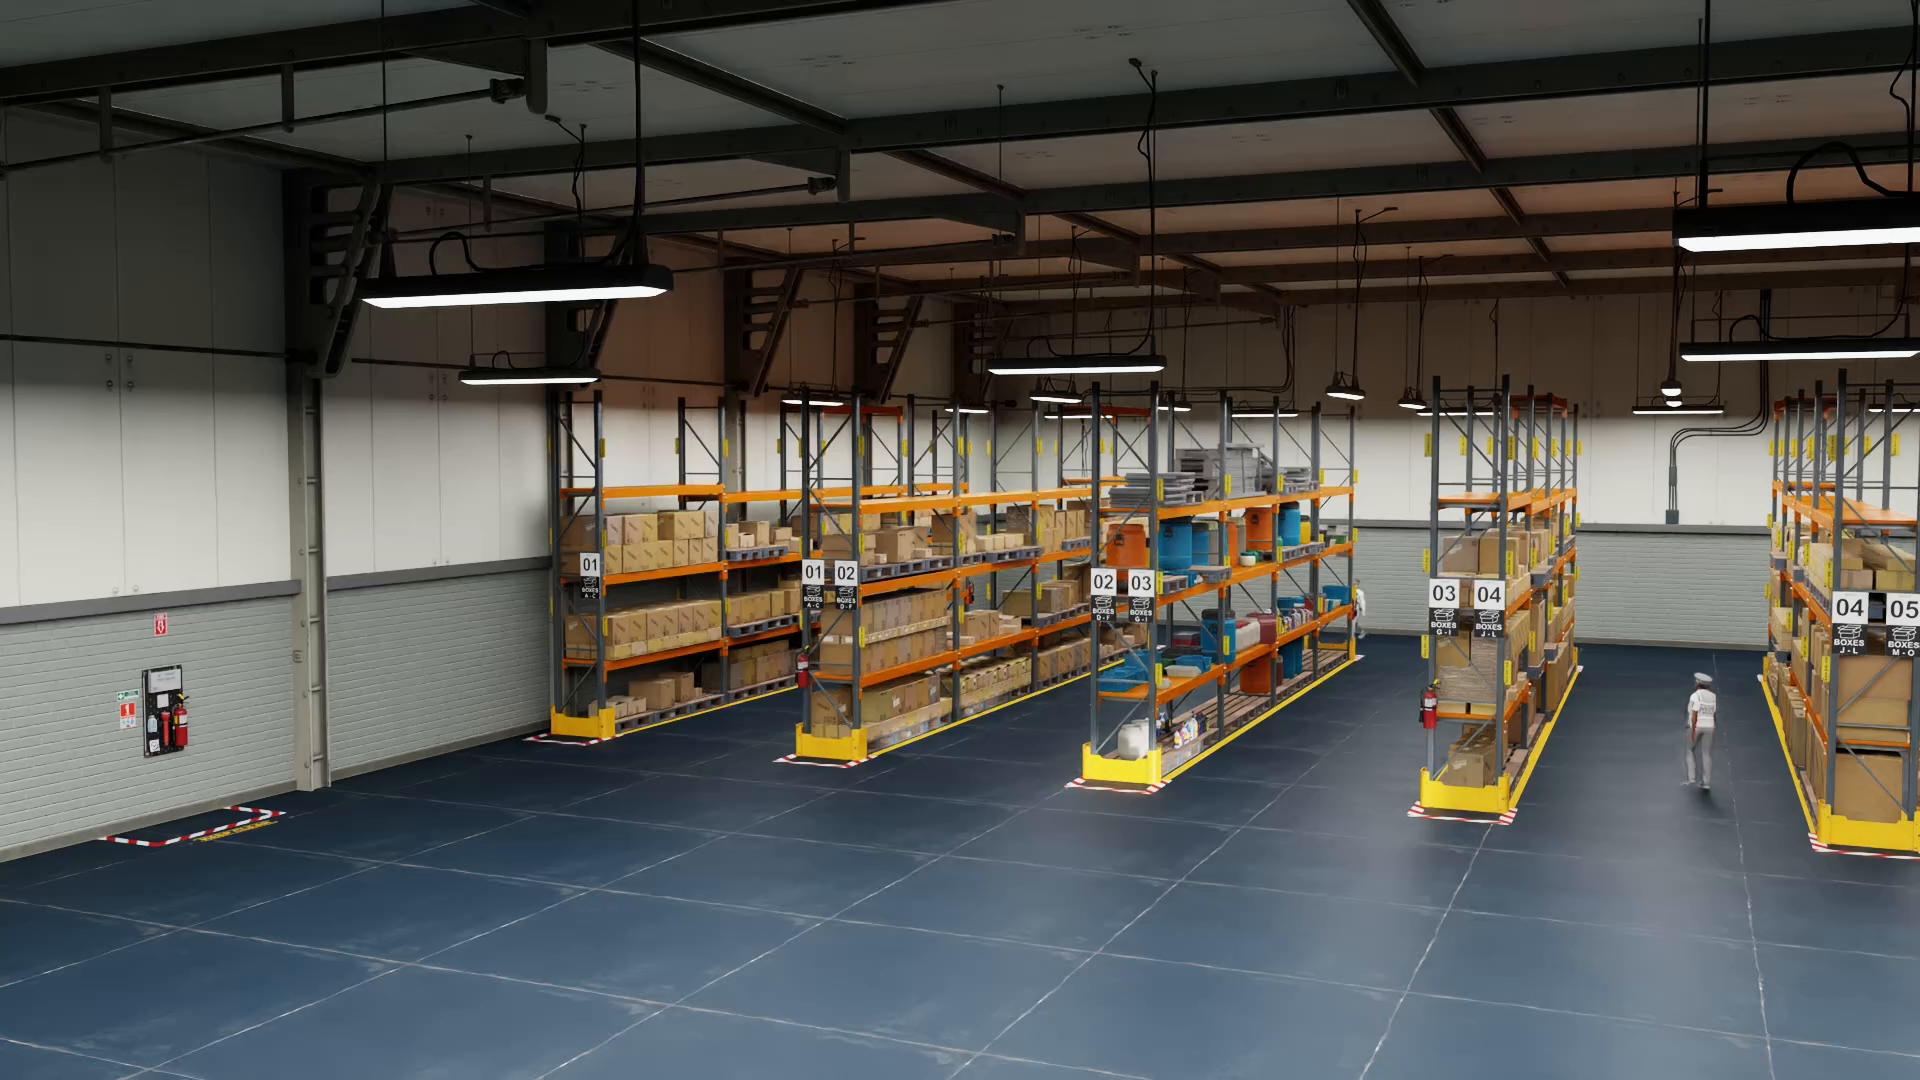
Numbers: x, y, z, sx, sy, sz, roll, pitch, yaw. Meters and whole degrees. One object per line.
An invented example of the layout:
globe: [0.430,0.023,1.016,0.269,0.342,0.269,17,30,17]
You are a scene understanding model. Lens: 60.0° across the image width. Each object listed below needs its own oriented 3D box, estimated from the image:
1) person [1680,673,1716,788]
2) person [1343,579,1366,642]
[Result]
person: [10.926,2.834,24.480,0.457,1.727,0.555,0,3,6]
person: [10.197,1.803,42.833,1.033,1.624,0.497,-2,4,-38]
